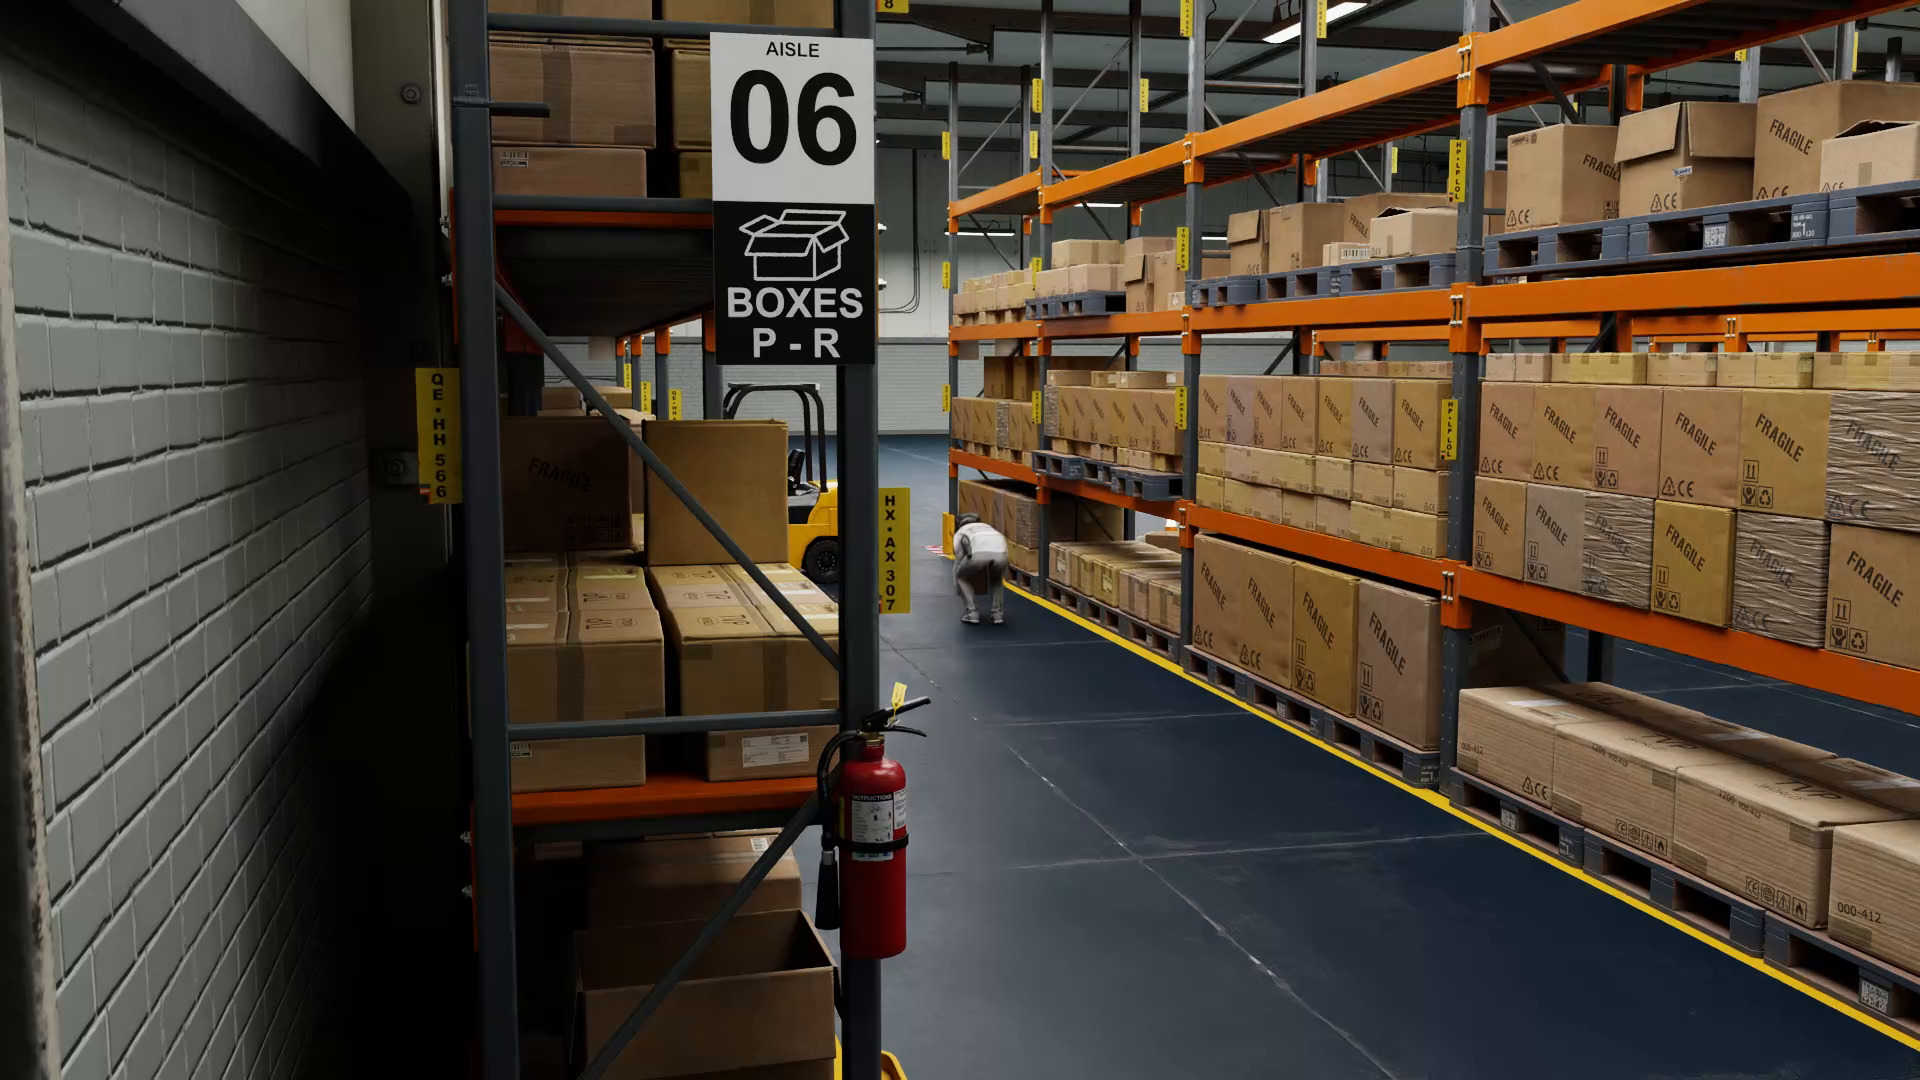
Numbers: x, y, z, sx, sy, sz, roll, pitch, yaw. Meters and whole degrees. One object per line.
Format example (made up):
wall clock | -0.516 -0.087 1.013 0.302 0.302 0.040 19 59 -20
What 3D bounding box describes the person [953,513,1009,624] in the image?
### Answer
person | 0.180 0.264 15.427 0.456 0.982 0.914 -2 6 -14
